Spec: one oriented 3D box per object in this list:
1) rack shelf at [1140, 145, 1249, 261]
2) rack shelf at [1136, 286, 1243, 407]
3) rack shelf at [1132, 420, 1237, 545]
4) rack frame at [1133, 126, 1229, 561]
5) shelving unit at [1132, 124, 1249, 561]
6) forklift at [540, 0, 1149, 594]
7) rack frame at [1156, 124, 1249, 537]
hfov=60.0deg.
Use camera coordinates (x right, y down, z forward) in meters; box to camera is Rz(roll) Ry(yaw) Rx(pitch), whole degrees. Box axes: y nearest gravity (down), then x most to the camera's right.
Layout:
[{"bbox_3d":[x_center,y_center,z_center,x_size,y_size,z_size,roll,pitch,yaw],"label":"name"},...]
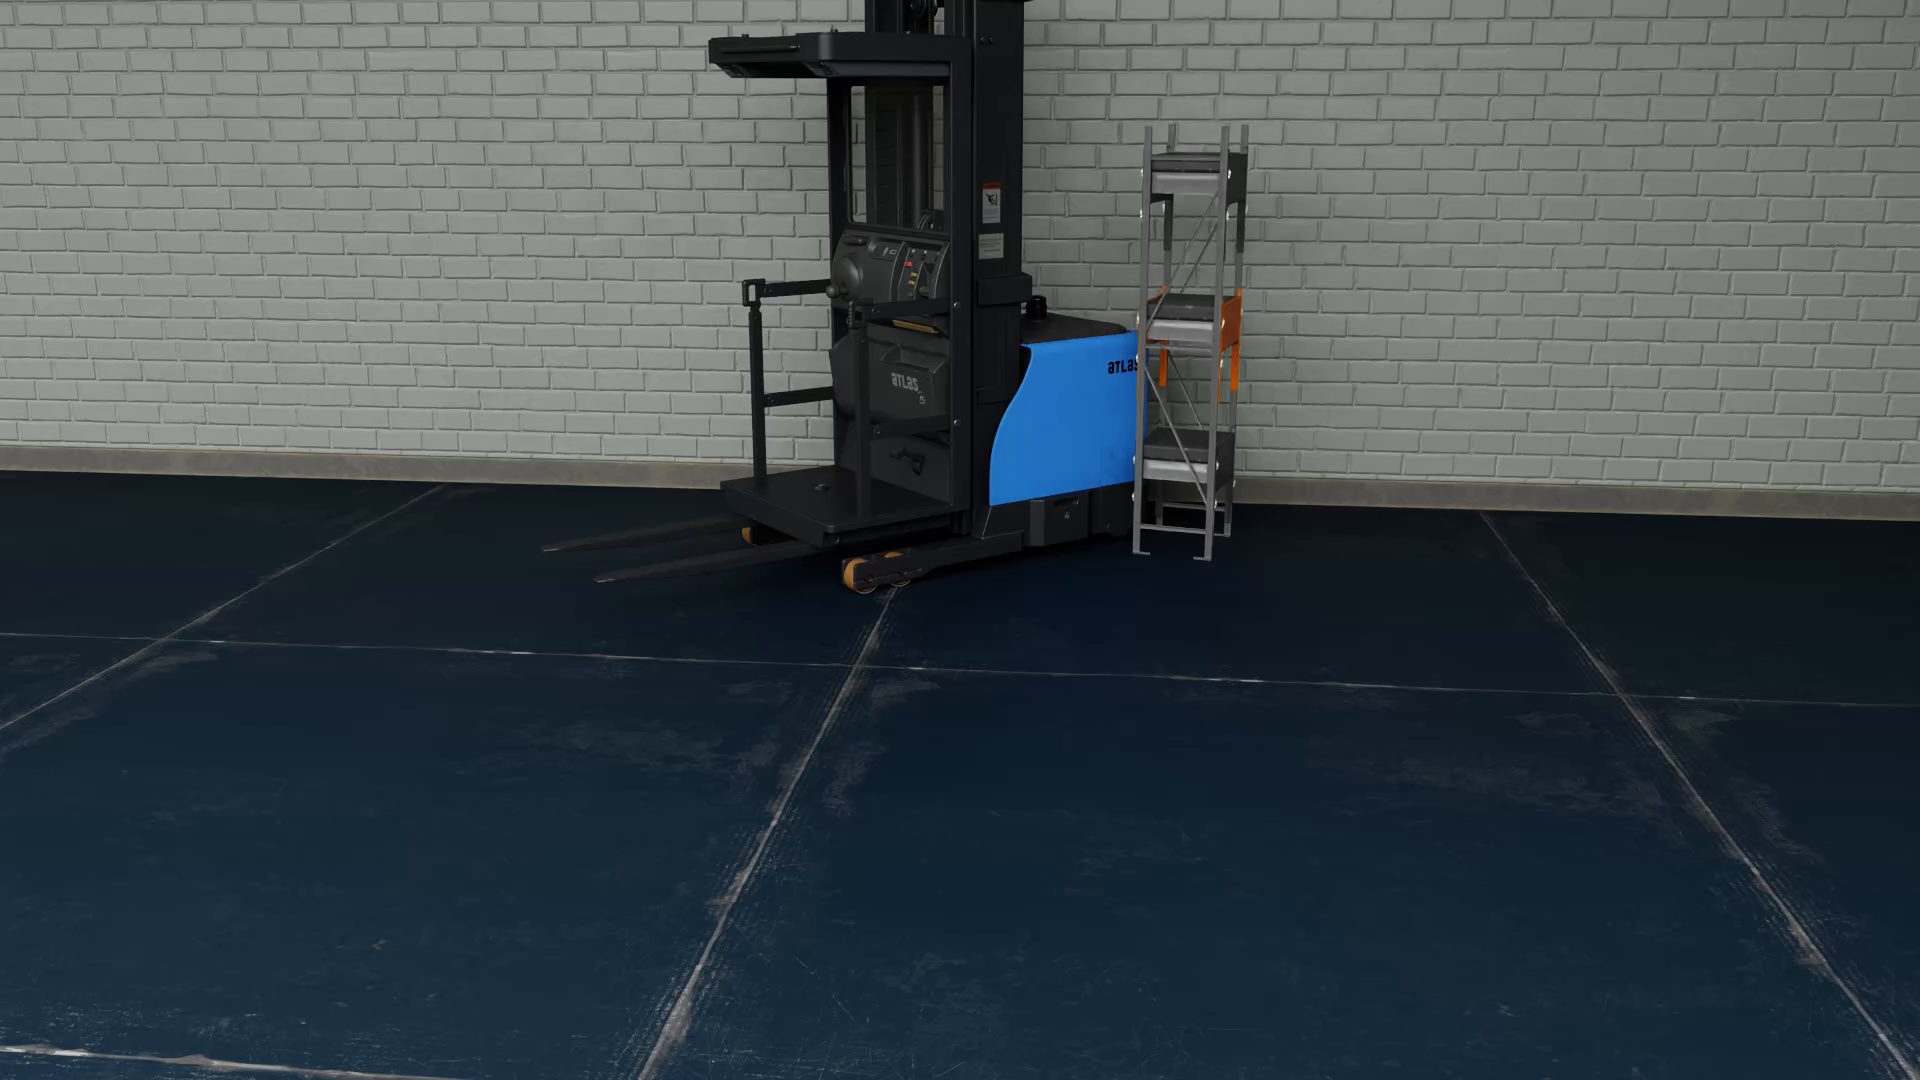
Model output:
[{"bbox_3d":[1.147,-1.651,8.116,0.431,0.518,0.480,5,16,19],"label":"rack shelf"},{"bbox_3d":[1.147,-0.975,8.299,0.431,0.518,0.480,5,16,19],"label":"rack shelf"},{"bbox_3d":[1.147,-0.300,8.482,0.431,0.518,0.480,5,16,19],"label":"rack shelf"},{"bbox_3d":[1.064,-0.929,8.074,0.400,2.100,0.015,5,16,19],"label":"rack frame"},{"bbox_3d":[1.147,-0.989,8.295,0.431,2.100,0.503,5,16,19],"label":"shelving unit"},{"bbox_3d":[-0.514,-1.320,7.927,3.031,2.935,1.130,-11,18,-34],"label":"forklift"},{"bbox_3d":[1.231,-1.048,8.517,0.400,2.100,0.015,5,16,19],"label":"rack frame"}]
